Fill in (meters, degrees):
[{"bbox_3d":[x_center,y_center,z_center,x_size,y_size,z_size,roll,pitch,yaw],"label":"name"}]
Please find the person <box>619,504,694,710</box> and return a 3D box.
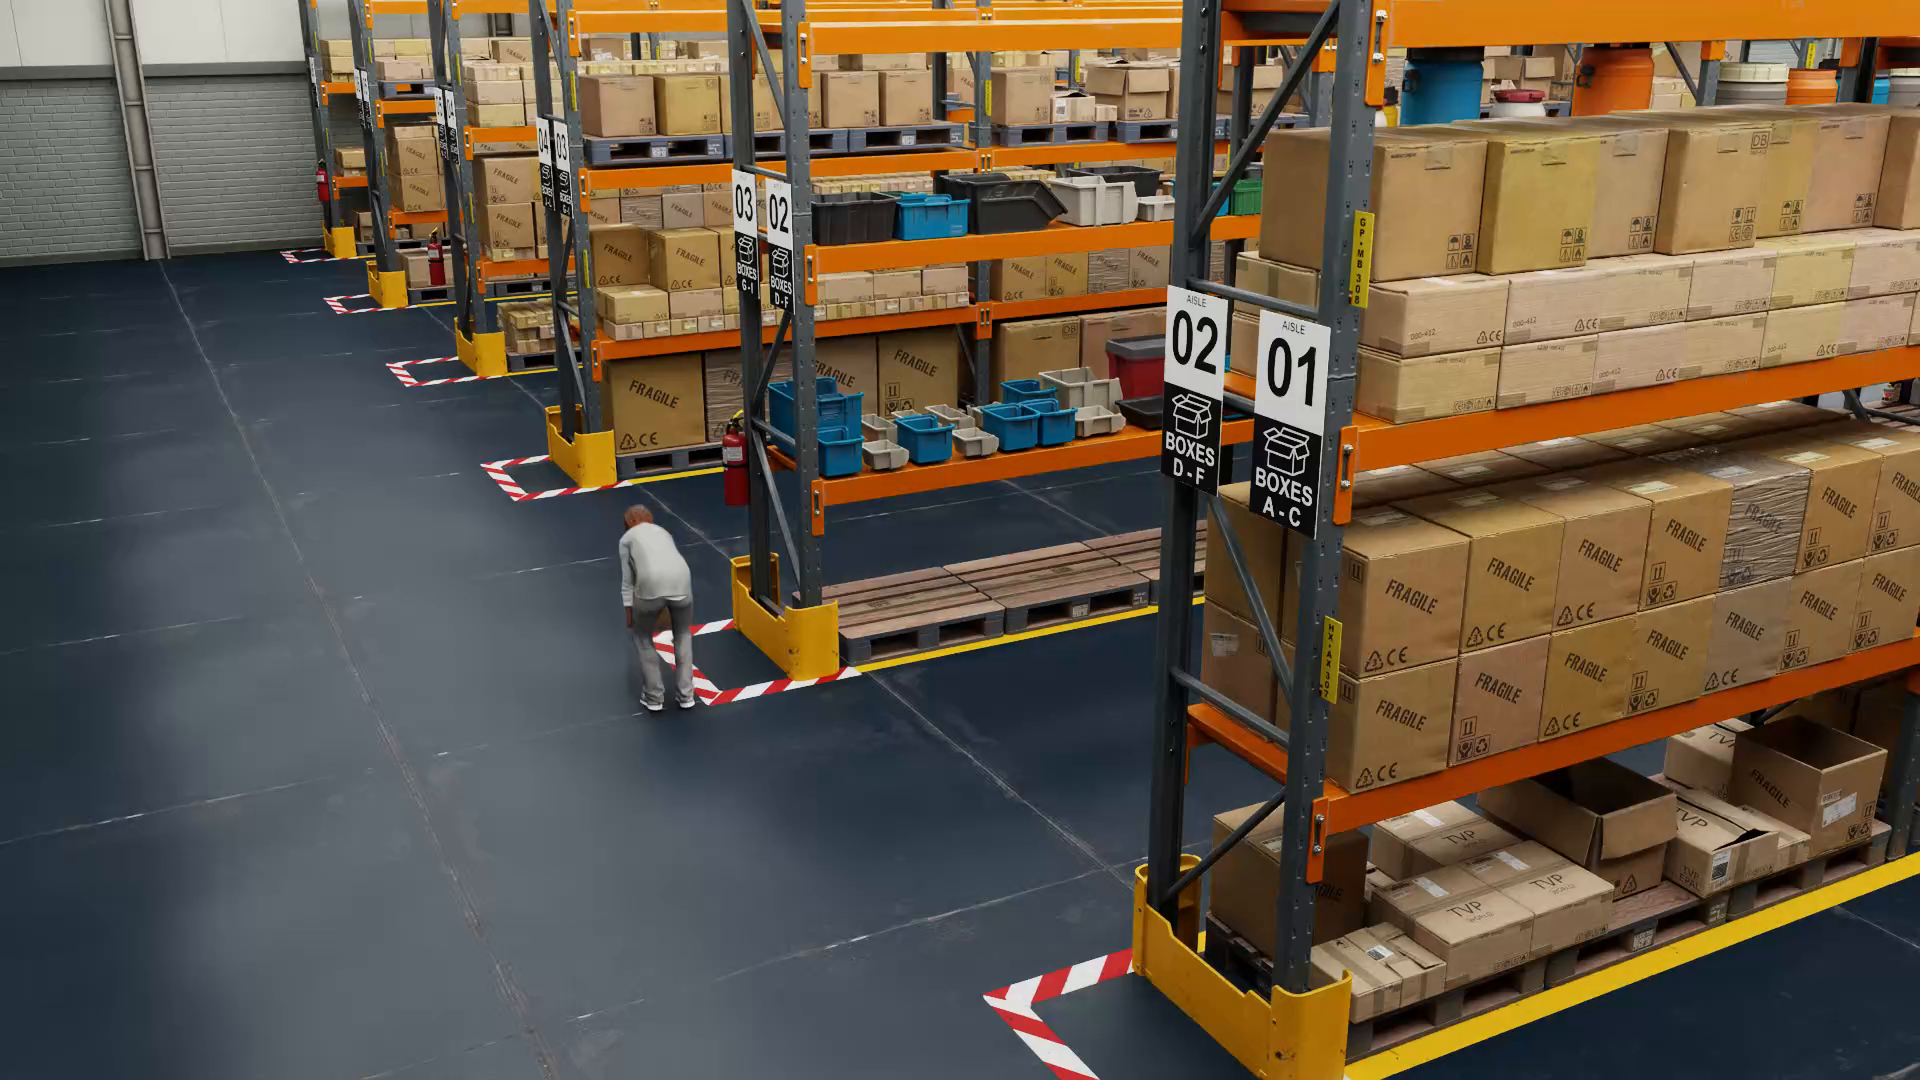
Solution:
[{"bbox_3d":[-1.931,0.429,10.545,0.382,1.186,0.821,-8,20,-22],"label":"person"}]
